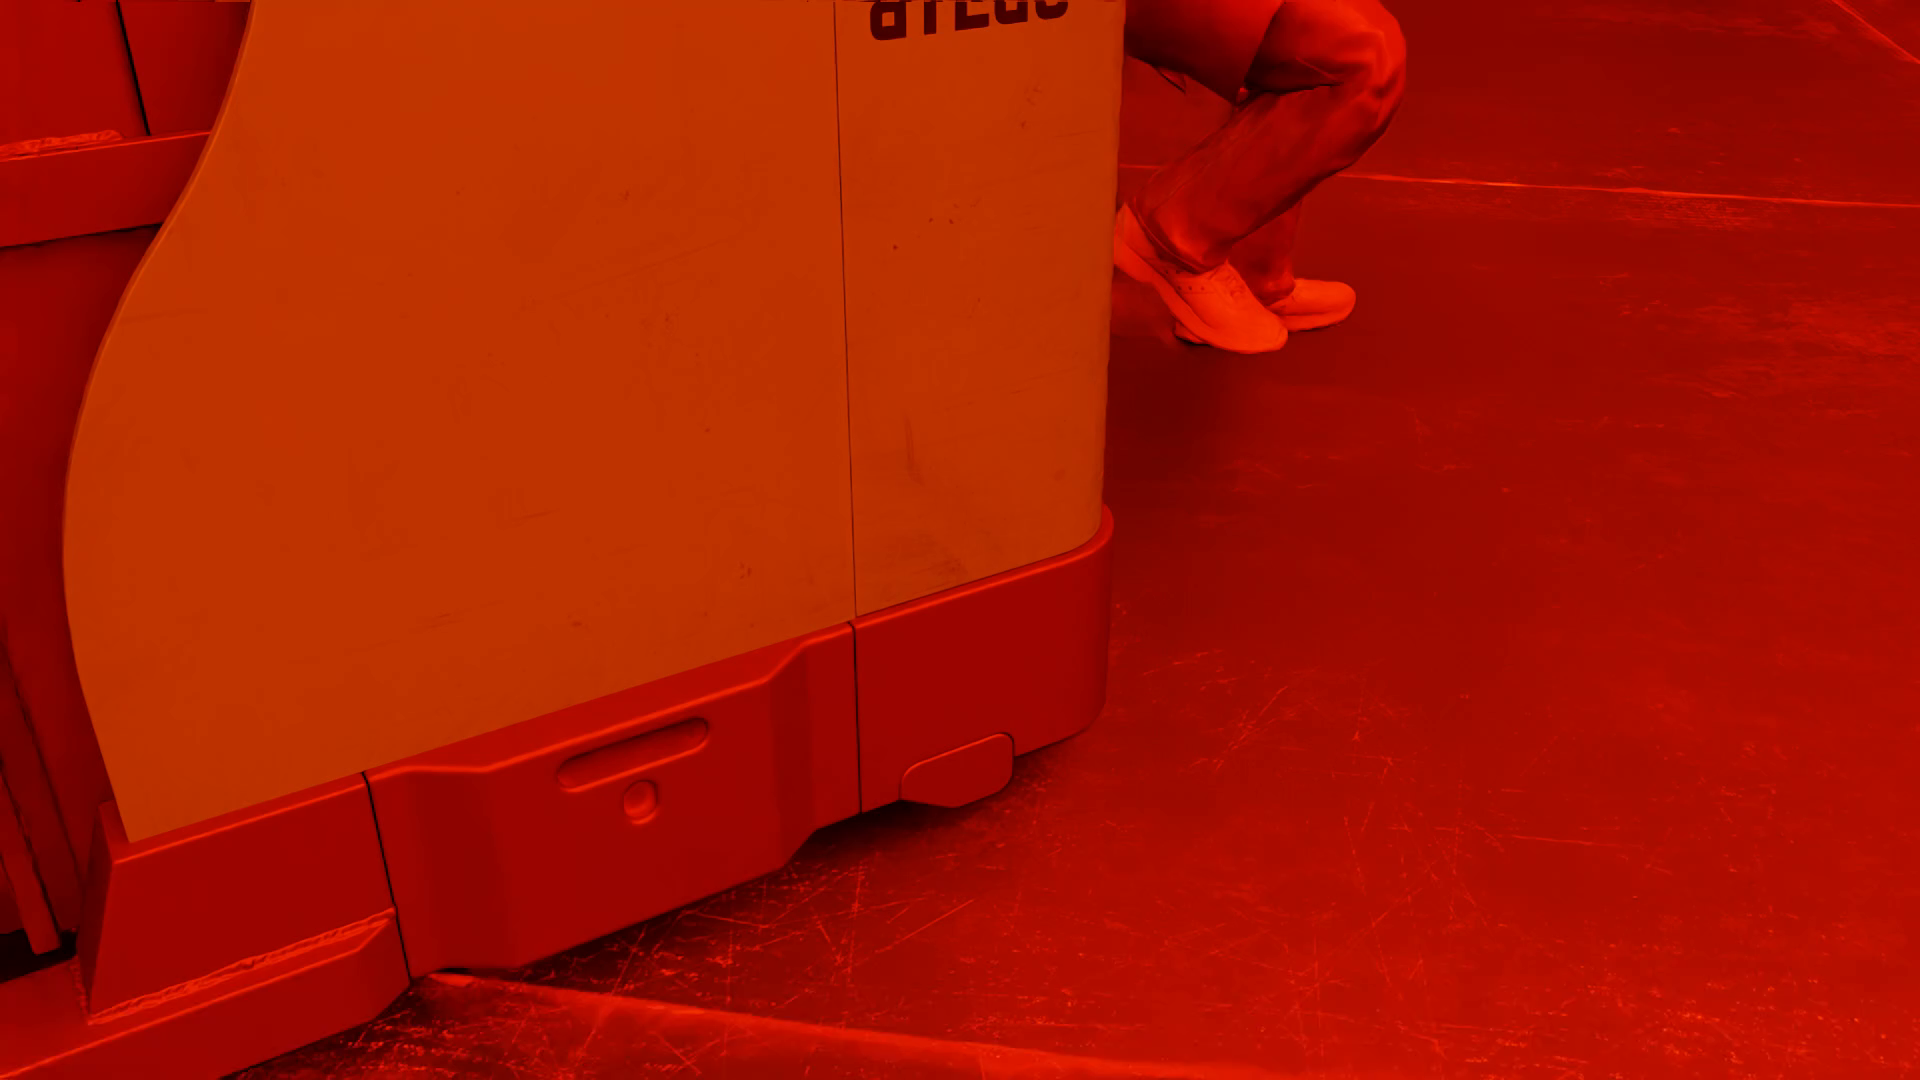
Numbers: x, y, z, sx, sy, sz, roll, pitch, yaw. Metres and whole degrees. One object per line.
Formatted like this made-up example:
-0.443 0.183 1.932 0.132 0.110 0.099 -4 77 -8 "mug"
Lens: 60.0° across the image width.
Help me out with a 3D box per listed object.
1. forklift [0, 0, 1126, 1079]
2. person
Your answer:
-1.351 -0.851 1.013 3.031 2.935 1.130 -16 33 -27 "forklift"
0.419 -1.004 2.666 0.609 1.591 1.089 5 29 9 "person"
